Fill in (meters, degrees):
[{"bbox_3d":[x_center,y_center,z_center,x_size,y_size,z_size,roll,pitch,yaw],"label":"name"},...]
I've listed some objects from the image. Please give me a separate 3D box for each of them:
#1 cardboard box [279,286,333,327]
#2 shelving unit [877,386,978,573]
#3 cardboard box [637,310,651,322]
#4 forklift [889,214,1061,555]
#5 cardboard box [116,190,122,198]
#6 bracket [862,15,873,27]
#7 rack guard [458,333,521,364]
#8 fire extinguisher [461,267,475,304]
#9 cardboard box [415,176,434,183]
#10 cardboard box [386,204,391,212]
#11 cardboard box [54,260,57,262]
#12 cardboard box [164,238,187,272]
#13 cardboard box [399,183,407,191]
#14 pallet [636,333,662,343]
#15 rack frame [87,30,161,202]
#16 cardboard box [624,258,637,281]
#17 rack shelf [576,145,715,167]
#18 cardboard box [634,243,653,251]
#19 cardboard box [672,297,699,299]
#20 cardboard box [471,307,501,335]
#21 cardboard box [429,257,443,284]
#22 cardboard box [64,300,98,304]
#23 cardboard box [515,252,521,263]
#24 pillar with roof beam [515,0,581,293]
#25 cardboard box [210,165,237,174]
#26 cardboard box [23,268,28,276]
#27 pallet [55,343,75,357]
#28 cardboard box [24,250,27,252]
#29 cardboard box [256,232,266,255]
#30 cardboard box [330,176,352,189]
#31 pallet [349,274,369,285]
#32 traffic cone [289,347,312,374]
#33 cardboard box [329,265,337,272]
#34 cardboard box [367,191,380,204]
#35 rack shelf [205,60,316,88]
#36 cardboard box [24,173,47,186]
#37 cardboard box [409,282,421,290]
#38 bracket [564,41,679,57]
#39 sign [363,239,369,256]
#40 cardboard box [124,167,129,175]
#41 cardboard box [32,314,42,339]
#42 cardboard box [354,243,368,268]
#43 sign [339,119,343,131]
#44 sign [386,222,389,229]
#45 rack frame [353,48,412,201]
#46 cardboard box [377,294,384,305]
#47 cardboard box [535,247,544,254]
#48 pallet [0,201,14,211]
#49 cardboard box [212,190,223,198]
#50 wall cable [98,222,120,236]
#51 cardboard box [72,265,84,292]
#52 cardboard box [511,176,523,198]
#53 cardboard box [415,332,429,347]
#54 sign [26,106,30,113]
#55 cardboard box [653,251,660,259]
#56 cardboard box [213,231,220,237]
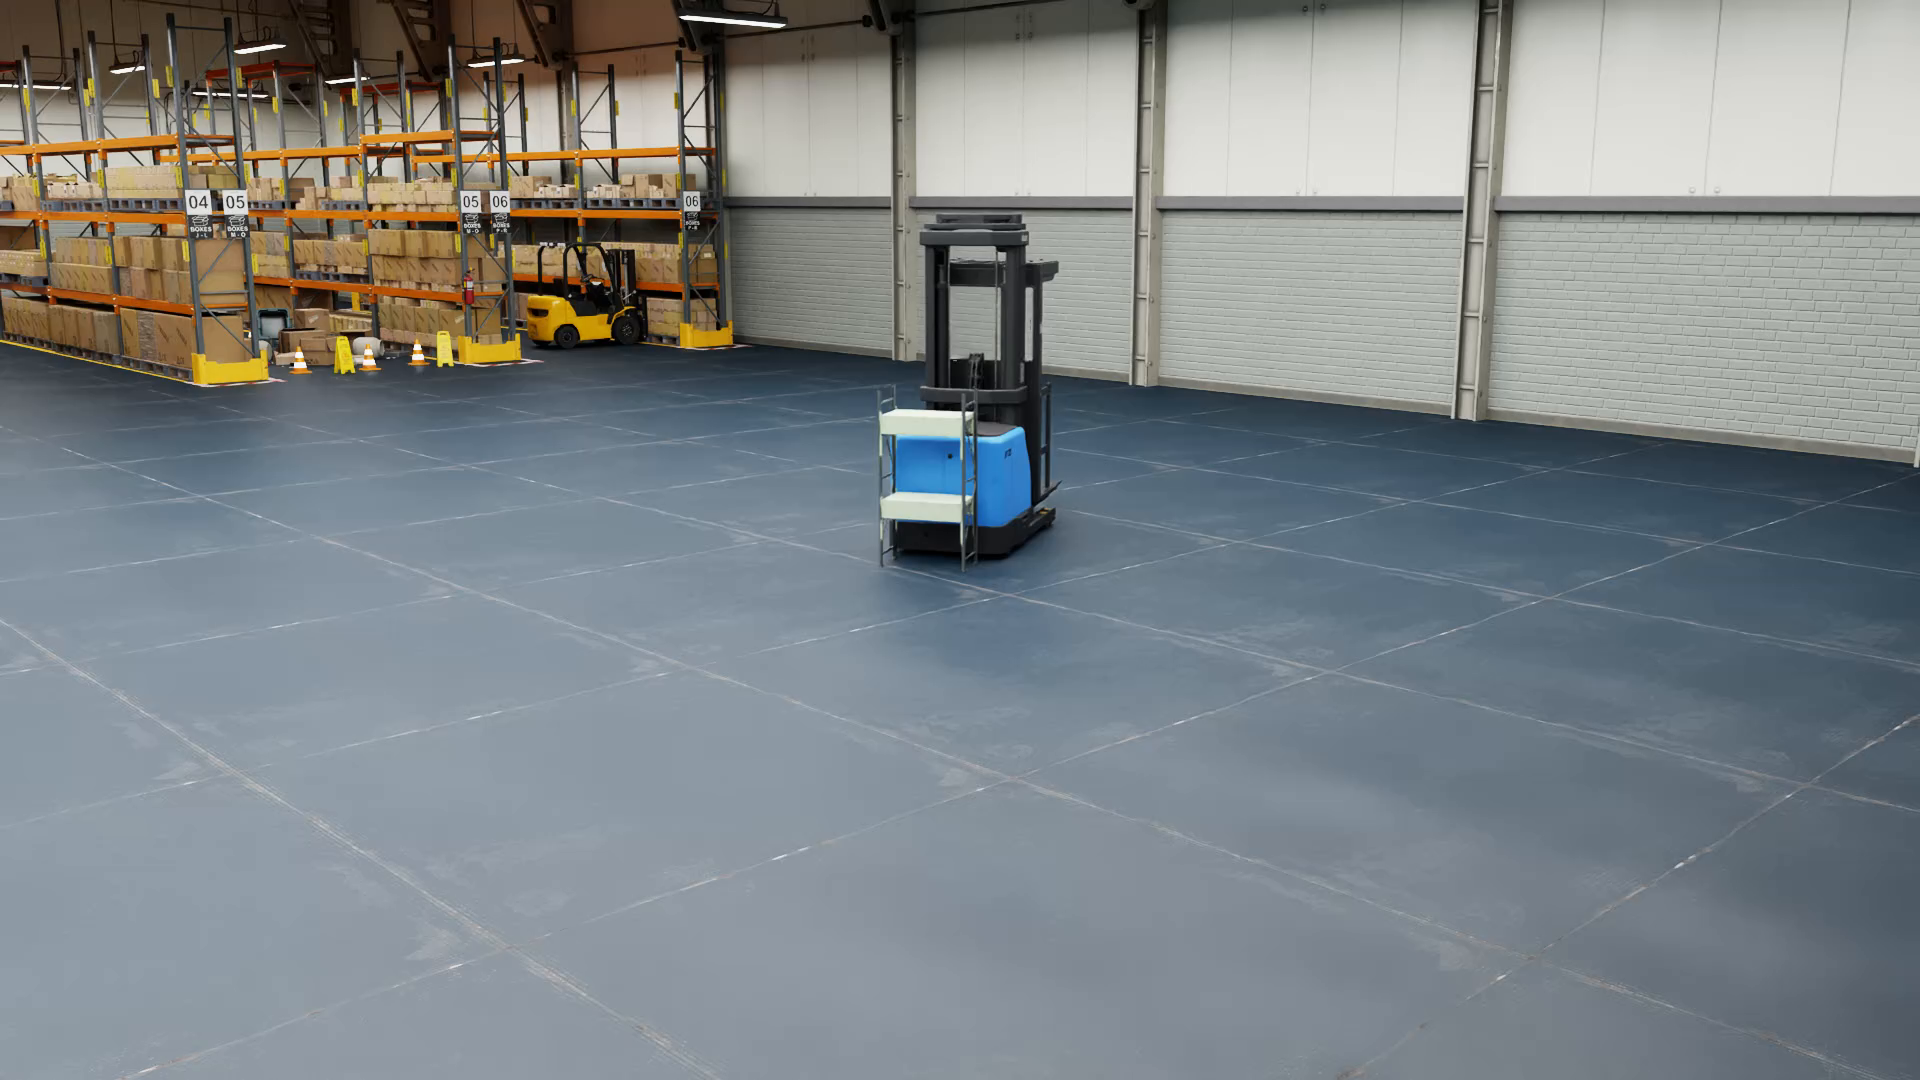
[{"bbox_3d":[-14.908,-5.343,37.973,0.875,0.875,0.875,-11,16,-43],"label":"cardboard box"},{"bbox_3d":[-0.270,-0.521,14.063,0.755,1.500,0.431,3,12,16],"label":"shelving unit"},{"bbox_3d":[-6.652,-4.868,35.981,0.500,0.250,0.500,-11,16,-44],"label":"cardboard box"},{"bbox_3d":[0.287,-1.560,15.556,1.130,2.935,3.031,3,12,16],"label":"forklift"},{"bbox_3d":[-14.882,-6.203,29.825,0.380,0.149,0.250,-11,16,-43],"label":"cardboard box"},{"bbox_3d":[-1.608,-9.654,30.887,0.235,0.232,0.430,-11,16,-43],"label":"bracket"},{"bbox_3d":[-9.019,-3.684,31.895,1.175,0.500,0.348,-11,16,-43],"label":"rack guard"},{"bbox_3d":[-9.221,-4.779,31.204,0.296,0.674,0.183,-11,16,-43],"label":"fire extinguisher"},{"bbox_3d":[-13.711,-9.198,42.598,0.396,0.266,0.258,-11,16,-43],"label":"cardboard box"},{"bbox_3d":[-11.299,-6.681,33.434,0.380,0.149,0.250,-11,16,-43],"label":"cardboard box"},{"bbox_3d":[-18.740,-5.802,34.823,0.380,0.149,0.250,-11,16,-42],"label":"cardboard box"},{"bbox_3d":[-13.152,-4.922,28.661,0.875,0.550,0.550,-11,16,-43],"label":"cardboard box"},{"bbox_3d":[-10.808,-6.944,32.735,0.380,0.149,0.250,-11,16,-43],"label":"cardboard box"},{"bbox_3d":[-6.776,-4.508,36.607,1.003,0.211,1.213,-11,16,-43],"label":"pallet"},{"bbox_3d":[-15.239,-7.715,30.397,1.000,3.000,0.127,-11,16,-43],"label":"rack frame"},{"bbox_3d":[-6.970,-5.898,36.195,0.500,0.500,0.500,-11,16,-42],"label":"cardboard box"},{"bbox_3d":[-6.760,-8.272,35.873,1.077,0.370,4.000,-11,16,-43],"label":"rack shelf"},{"bbox_3d":[-6.842,-6.348,36.037,0.380,0.149,0.250,-11,16,-42],"label":"cardboard box"},{"bbox_3d":[-5.922,-5.108,35.903,0.500,0.250,0.500,-11,16,-42],"label":"cardboard box"},{"bbox_3d":[-9.340,-4.284,32.523,0.500,0.500,0.500,11,16,43],"label":"cardboard box"},{"bbox_3d":[-9.883,-5.207,32.105,0.500,0.500,0.500,-11,16,-42],"label":"cardboard box"},{"bbox_3d":[-18.303,-4.844,34.622,0.500,0.250,0.500,11,16,43],"label":"cardboard box"},{"bbox_3d":[-10.429,-6.757,39.745,0.500,0.250,0.500,-10,15,-41],"label":"cardboard box"},{"bbox_3d":[-12.465,-9.031,36.785,9.100,9.000,0.548,-11,16,-43],"label":"pillar with roof beam"},{"bbox_3d":[-12.477,-6.278,28.210,0.380,0.149,0.250,-11,16,-42],"label":"cardboard box"},{"bbox_3d":[-19.023,-5.525,34.217,0.380,0.149,0.250,-11,16,-42],"label":"cardboard box"},{"bbox_3d":[-17.512,-3.869,33.508,1.003,0.211,1.213,-11,16,-43],"label":"pallet"},{"bbox_3d":[-20.159,-6.248,36.250,0.250,0.149,0.380,11,16,43],"label":"cardboard box"},{"bbox_3d":[-15.736,-6.790,38.048,0.500,0.500,0.500,-11,16,-43],"label":"cardboard box"},{"bbox_3d":[-12.942,-7.540,35.074,0.500,0.250,0.500,-11,16,-42],"label":"cardboard box"},{"bbox_3d":[-12.151,-5.519,35.081,1.003,0.211,1.213,-11,16,-43],"label":"pallet"},{"bbox_3d":[-11.817,-3.226,29.762,0.336,0.463,0.334,-11,16,-43],"label":"traffic cone"},{"bbox_3d":[-13.320,-5.832,35.705,0.380,0.149,0.250,-10,15,-41],"label":"cardboard box"},{"bbox_3d":[-11.623,-6.920,33.608,0.500,0.250,0.500,-11,16,-44],"label":"cardboard box"},{"bbox_3d":[-15.872,-10.571,37.804,1.077,0.370,4.000,-11,16,-43],"label":"rack shelf"},{"bbox_3d":[-18.834,-7.349,33.910,0.396,0.266,0.258,-11,16,-43],"label":"cardboard box"},{"bbox_3d":[-10.672,-5.047,32.935,0.380,0.149,0.250,-11,16,-43],"label":"cardboard box"},{"bbox_3d":[-7.531,-10.906,36.962,0.076,0.066,4.783,-11,16,-43],"label":"bracket"},{"bbox_3d":[-12.128,-5.971,33.927,0.100,0.325,0.005,-11,16,-43],"label":"sign"},{"bbox_3d":[-14.528,-6.519,29.384,0.380,0.149,0.250,-11,16,-42],"label":"cardboard box"},{"bbox_3d":[-19.001,-4.478,34.706,0.500,0.500,0.500,-10,15,-40],"label":"cardboard box"},{"bbox_3d":[-12.214,-5.917,34.512,0.500,0.500,0.500,-11,16,-44],"label":"cardboard box"},{"bbox_3d":[-16.821,-11.284,45.208,0.100,0.325,0.005,-11,16,-43],"label":"sign"},{"bbox_3d":[-16.013,-8.721,46.495,0.100,0.325,0.005,-11,16,-43],"label":"sign"},{"bbox_3d":[-11.729,-8.420,33.817,1.000,3.000,0.127,-11,16,-43],"label":"rack frame"},{"bbox_3d":[-15.512,-6.674,45.363,0.700,0.500,0.500,-10,15,-40],"label":"cardboard box"},{"bbox_3d":[-9.681,-6.770,38.819,0.250,0.149,0.380,11,16,44],"label":"cardboard box"},{"bbox_3d":[-19.696,-7.066,35.144,1.213,0.211,1.003,-11,16,-43],"label":"pallet"},{"bbox_3d":[-12.482,-5.889,28.299,0.380,0.149,0.250,-11,16,-42],"label":"cardboard box"},{"bbox_3d":[-23.927,-8.565,46.796,0.585,1.953,0.123,-11,16,-43],"label":"wall cable"},{"bbox_3d":[-16.843,-5.086,32.255,0.500,0.500,0.500,-11,16,-43],"label":"cardboard box"},{"bbox_3d":[-10.159,-8.331,39.283,0.700,0.500,0.500,-11,16,-44],"label":"cardboard box"},{"bbox_3d":[-10.437,-3.989,32.954,0.500,0.250,0.500,11,16,43],"label":"cardboard box"},{"bbox_3d":[-20.366,-9.496,36.333,0.100,0.325,0.005,-11,16,-43],"label":"sign"},{"bbox_3d":[-6.317,-6.085,35.499,0.380,0.149,0.250,-11,16,-43],"label":"cardboard box"},{"bbox_3d":[-17.779,-7.218,40.126,0.500,0.500,0.500,-11,16,-43],"label":"cardboard box"}]
